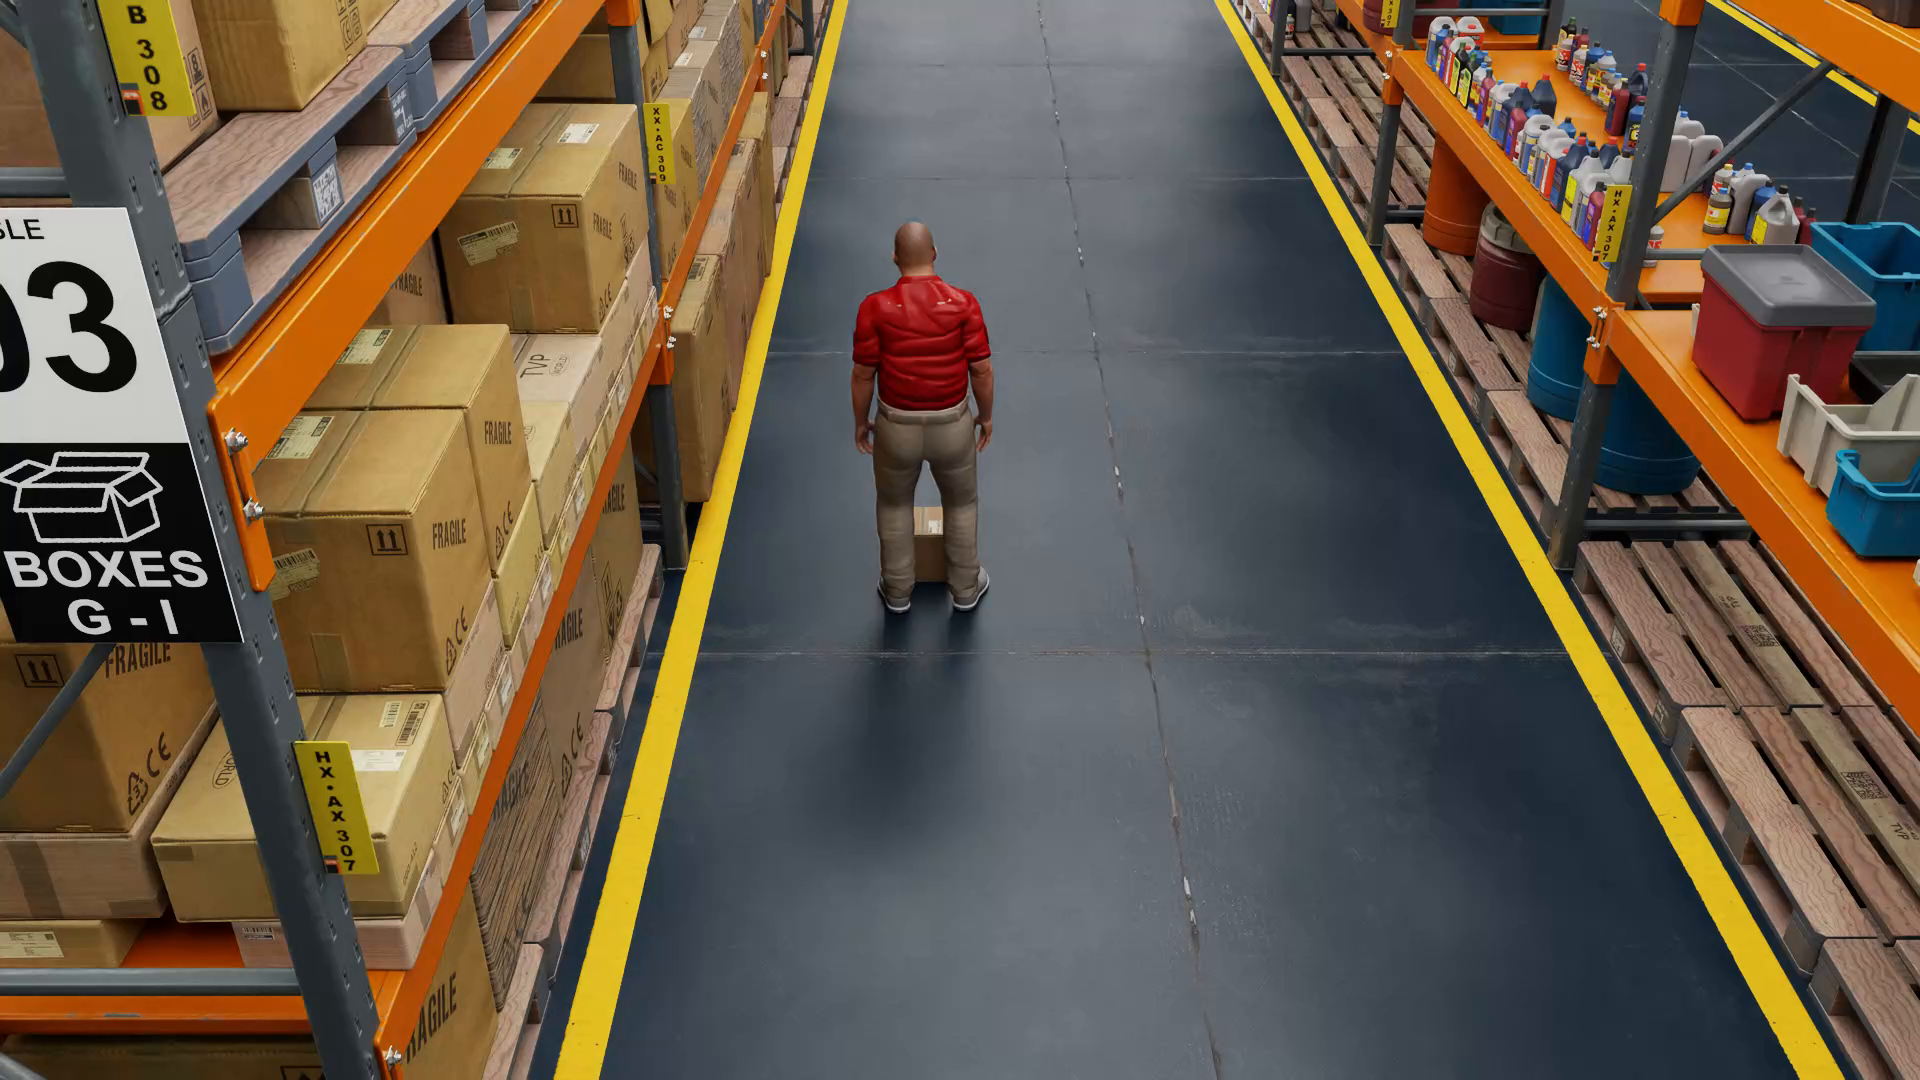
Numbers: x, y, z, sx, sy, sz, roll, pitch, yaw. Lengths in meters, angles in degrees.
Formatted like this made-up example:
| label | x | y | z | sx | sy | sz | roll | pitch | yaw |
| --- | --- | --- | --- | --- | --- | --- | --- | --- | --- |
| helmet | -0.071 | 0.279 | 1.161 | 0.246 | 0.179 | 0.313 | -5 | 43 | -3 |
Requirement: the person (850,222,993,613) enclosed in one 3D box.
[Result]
| label | x | y | z | sx | sy | sz | roll | pitch | yaw |
| --- | --- | --- | --- | --- | --- | --- | --- | --- | --- |
| person | -0.155 | -0.478 | 6.934 | 0.589 | 1.726 | 0.391 | -2 | 31 | -3 |
